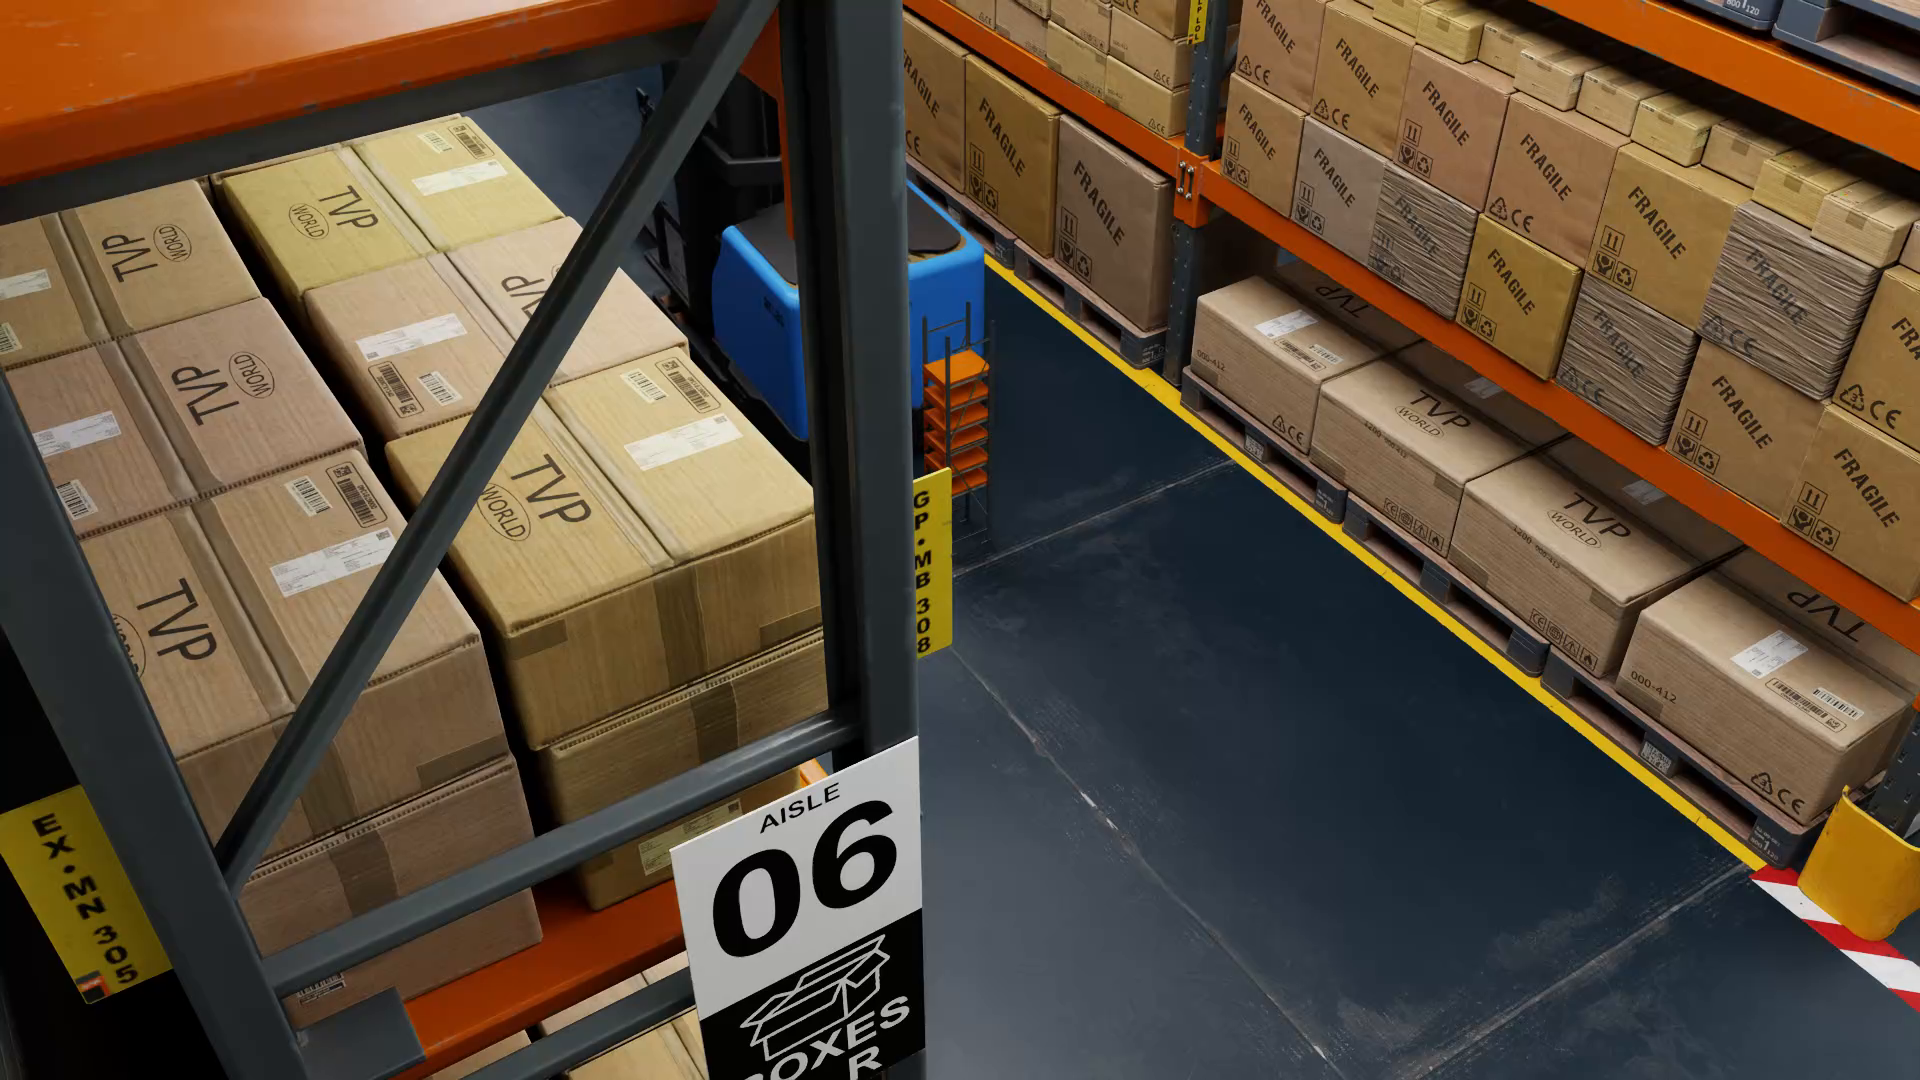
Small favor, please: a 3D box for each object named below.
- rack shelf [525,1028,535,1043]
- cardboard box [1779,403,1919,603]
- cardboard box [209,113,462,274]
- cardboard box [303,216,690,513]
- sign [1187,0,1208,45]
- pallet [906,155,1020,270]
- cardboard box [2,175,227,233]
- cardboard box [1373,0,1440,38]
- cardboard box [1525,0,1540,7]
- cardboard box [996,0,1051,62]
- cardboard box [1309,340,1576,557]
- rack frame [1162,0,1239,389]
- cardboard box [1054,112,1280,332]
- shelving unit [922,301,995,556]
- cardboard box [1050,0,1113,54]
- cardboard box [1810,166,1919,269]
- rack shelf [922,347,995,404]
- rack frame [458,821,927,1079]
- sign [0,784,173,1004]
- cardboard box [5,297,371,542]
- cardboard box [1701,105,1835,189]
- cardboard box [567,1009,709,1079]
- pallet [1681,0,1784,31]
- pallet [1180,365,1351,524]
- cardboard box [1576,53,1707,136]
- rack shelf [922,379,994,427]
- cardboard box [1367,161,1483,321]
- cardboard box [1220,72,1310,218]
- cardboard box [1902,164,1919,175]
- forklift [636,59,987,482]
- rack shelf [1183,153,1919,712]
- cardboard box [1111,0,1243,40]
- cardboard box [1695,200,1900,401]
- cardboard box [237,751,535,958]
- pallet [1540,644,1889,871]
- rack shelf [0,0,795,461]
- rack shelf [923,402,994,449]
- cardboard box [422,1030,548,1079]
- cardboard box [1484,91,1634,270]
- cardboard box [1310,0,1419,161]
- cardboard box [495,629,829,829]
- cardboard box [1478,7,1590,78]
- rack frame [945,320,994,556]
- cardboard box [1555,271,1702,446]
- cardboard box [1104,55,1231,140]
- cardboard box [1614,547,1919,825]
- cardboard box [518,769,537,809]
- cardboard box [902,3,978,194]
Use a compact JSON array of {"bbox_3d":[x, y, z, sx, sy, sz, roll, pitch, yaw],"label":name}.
[{"bbox_3d":[-1.587,0.916,4.870,1.077,0.370,4.000,-22,45,-24],"label":"rack shelf"},{"bbox_3d":[3.188,-0.199,5.568,0.500,0.500,0.500,-22,45,-24],"label":"cardboard box"},{"bbox_3d":[-1.361,-0.827,3.550,0.500,0.250,0.500,-21,44,-23],"label":"cardboard box"},{"bbox_3d":[-0.797,-0.289,2.905,0.500,0.250,0.500,-23,45,-25],"label":"cardboard box"},{"bbox_3d":[1.068,-2.373,7.412,0.100,0.325,0.005,-22,45,-24],"label":"sign"},{"bbox_3d":[0.382,-2.129,10.140,1.003,0.211,1.213,-22,45,-24],"label":"pallet"},{"bbox_3d":[-1.798,-0.661,3.351,0.500,0.250,0.500,-22,45,-24],"label":"cardboard box"},{"bbox_3d":[1.877,-2.151,6.622,0.380,0.149,0.250,-23,45,-25],"label":"cardboard box"},{"bbox_3d":[2.446,-2.195,6.675,0.380,0.149,0.250,-23,45,-25],"label":"cardboard box"},{"bbox_3d":[0.538,-2.802,8.887,0.500,0.250,0.500,-23,45,-25],"label":"cardboard box"},{"bbox_3d":[2.249,-0.469,7.643,0.875,0.438,0.875,-24,45,-26],"label":"cardboard box"},{"bbox_3d":[1.520,-2.151,7.988,1.000,3.000,0.127,-22,45,-24],"label":"rack frame"},{"bbox_3d":[1.119,-1.803,8.902,0.875,0.875,0.875,-21,44,-23],"label":"cardboard box"},{"bbox_3d":[-0.008,-0.469,7.375,0.258,1.200,0.189,-22,45,-24],"label":"shelving unit"},{"bbox_3d":[0.803,-2.706,8.381,0.500,0.250,0.500,-21,44,-23],"label":"cardboard box"},{"bbox_3d":[2.943,-1.027,5.274,0.380,0.149,0.250,-23,45,-25],"label":"cardboard box"},{"bbox_3d":[-0.008,-0.711,7.173,0.258,0.103,0.180,-22,45,-24],"label":"rack shelf"},{"bbox_3d":[-0.512,1.719,3.344,1.000,3.000,0.127,-22,45,-24],"label":"rack frame"},{"bbox_3d":[-0.991,0.407,1.884,0.100,0.325,0.005,-22,45,-24],"label":"sign"},{"bbox_3d":[-1.266,-0.107,2.686,0.500,0.250,0.500,-24,45,-26],"label":"cardboard box"},{"bbox_3d":[2.761,-1.343,5.652,0.380,0.149,0.250,-23,45,-25],"label":"cardboard box"},{"bbox_3d":[-0.529,1.325,3.702,0.500,0.250,0.500,-22,45,-24],"label":"cardboard box"},{"bbox_3d":[2.603,-2.166,5.732,1.003,0.211,1.213,-22,45,-24],"label":"pallet"},{"bbox_3d":[1.863,-0.642,8.355,1.003,0.211,1.213,-22,45,-24],"label":"pallet"},{"bbox_3d":[2.451,-1.606,5.968,0.380,0.149,0.250,-21,44,-23],"label":"cardboard box"},{"bbox_3d":[-0.008,-0.619,7.250,0.258,0.103,0.180,-22,45,-24],"label":"rack shelf"},{"bbox_3d":[2.081,-1.302,6.891,0.500,0.500,0.500,-22,45,-24],"label":"cardboard box"},{"bbox_3d":[1.552,-1.846,7.543,0.500,0.500,0.500,-21,44,-23],"label":"cardboard box"},{"bbox_3d":[3.313,-1.383,5.700,0.380,0.149,0.250,-24,45,-26],"label":"cardboard box"},{"bbox_3d":[-1.028,-2.333,8.260,1.130,2.935,3.031,-20,44,-22],"label":"forklift"},{"bbox_3d":[2.596,-0.795,6.922,1.077,0.370,4.000,-22,45,-24],"label":"rack shelf"},{"bbox_3d":[1.068,-2.728,7.821,0.500,0.500,0.500,-21,44,-23],"label":"cardboard box"},{"bbox_3d":[2.905,-0.864,5.585,0.500,0.500,0.500,-22,45,-24],"label":"cardboard box"},{"bbox_3d":[-0.981,0.364,2.512,0.500,0.250,0.500,-23,45,-25],"label":"cardboard box"},{"bbox_3d":[3.175,0.675,6.775,1.003,0.211,1.213,-22,45,-24],"label":"pallet"},{"bbox_3d":[-1.587,-1.388,2.950,1.077,0.370,4.000,-22,45,-24],"label":"rack shelf"},{"bbox_3d":[-0.008,-0.527,7.327,0.258,0.103,0.180,-22,45,-24],"label":"rack shelf"},{"bbox_3d":[-1.259,1.227,3.819,0.500,0.250,0.500,-22,45,-24],"label":"cardboard box"},{"bbox_3d":[2.373,-1.404,6.233,0.500,0.500,0.500,-23,45,-25],"label":"cardboard box"},{"bbox_3d":[1.838,-1.958,6.897,0.500,0.500,0.500,-23,45,-25],"label":"cardboard box"},{"bbox_3d":[-0.520,0.176,2.737,0.500,0.250,0.500,-23,45,-25],"label":"cardboard box"},{"bbox_3d":[2.200,-1.890,6.310,0.380,0.149,0.250,-22,45,-25],"label":"cardboard box"},{"bbox_3d":[0.041,-0.419,7.316,0.240,1.200,0.006,-22,45,-24],"label":"rack frame"},{"bbox_3d":[2.646,-0.750,6.228,0.500,0.500,0.500,-21,44,-23],"label":"cardboard box"},{"bbox_3d":[1.066,-2.248,8.222,0.500,0.250,0.500,-23,45,-25],"label":"cardboard box"},{"bbox_3d":[3.232,0.510,6.469,0.875,0.438,0.875,-24,45,-26],"label":"cardboard box"},{"bbox_3d":[-0.650,0.279,2.926,0.380,0.149,0.250,-21,44,-24],"label":"cardboard box"},{"bbox_3d":[0.147,-2.770,10.063,0.875,0.875,0.875,-22,44,-24],"label":"cardboard box"}]
